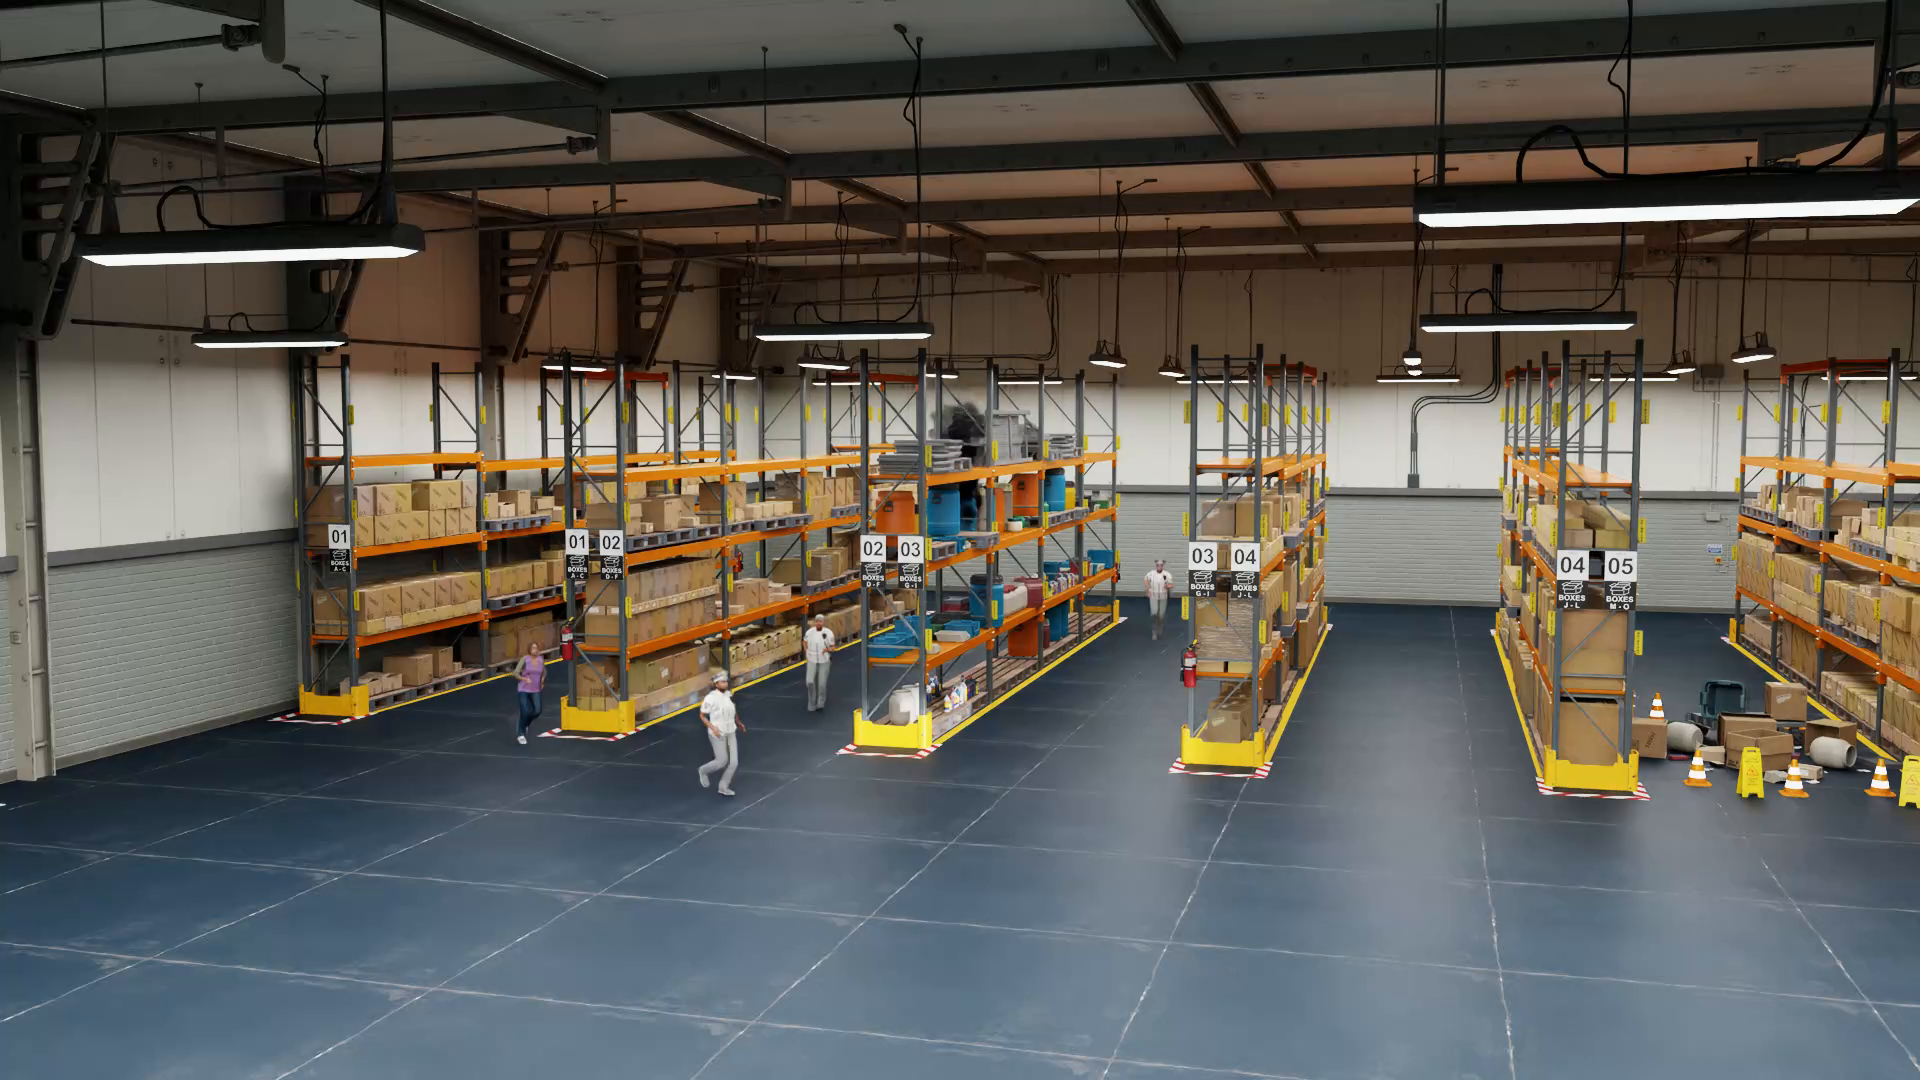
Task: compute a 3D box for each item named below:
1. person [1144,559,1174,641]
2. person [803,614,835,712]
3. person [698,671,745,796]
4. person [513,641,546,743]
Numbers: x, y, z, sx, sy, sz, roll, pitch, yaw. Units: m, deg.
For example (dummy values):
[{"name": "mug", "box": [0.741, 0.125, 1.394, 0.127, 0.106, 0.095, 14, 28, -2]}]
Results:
[{"name": "person", "box": [4.463, 1.328, 37.244, 0.648, 1.842, 0.861, 0, 4, 3]}, {"name": "person", "box": [-2.393, 2.078, 28.094, 0.572, 1.662, 0.656, 0, 4, 1]}, {"name": "person", "box": [-3.144, 2.537, 21.950, 0.567, 1.653, 0.600, 4, 6, 41]}, {"name": "person", "box": [-6.547, 2.326, 25.456, 0.554, 1.549, 0.563, -3, 5, -34]}]
